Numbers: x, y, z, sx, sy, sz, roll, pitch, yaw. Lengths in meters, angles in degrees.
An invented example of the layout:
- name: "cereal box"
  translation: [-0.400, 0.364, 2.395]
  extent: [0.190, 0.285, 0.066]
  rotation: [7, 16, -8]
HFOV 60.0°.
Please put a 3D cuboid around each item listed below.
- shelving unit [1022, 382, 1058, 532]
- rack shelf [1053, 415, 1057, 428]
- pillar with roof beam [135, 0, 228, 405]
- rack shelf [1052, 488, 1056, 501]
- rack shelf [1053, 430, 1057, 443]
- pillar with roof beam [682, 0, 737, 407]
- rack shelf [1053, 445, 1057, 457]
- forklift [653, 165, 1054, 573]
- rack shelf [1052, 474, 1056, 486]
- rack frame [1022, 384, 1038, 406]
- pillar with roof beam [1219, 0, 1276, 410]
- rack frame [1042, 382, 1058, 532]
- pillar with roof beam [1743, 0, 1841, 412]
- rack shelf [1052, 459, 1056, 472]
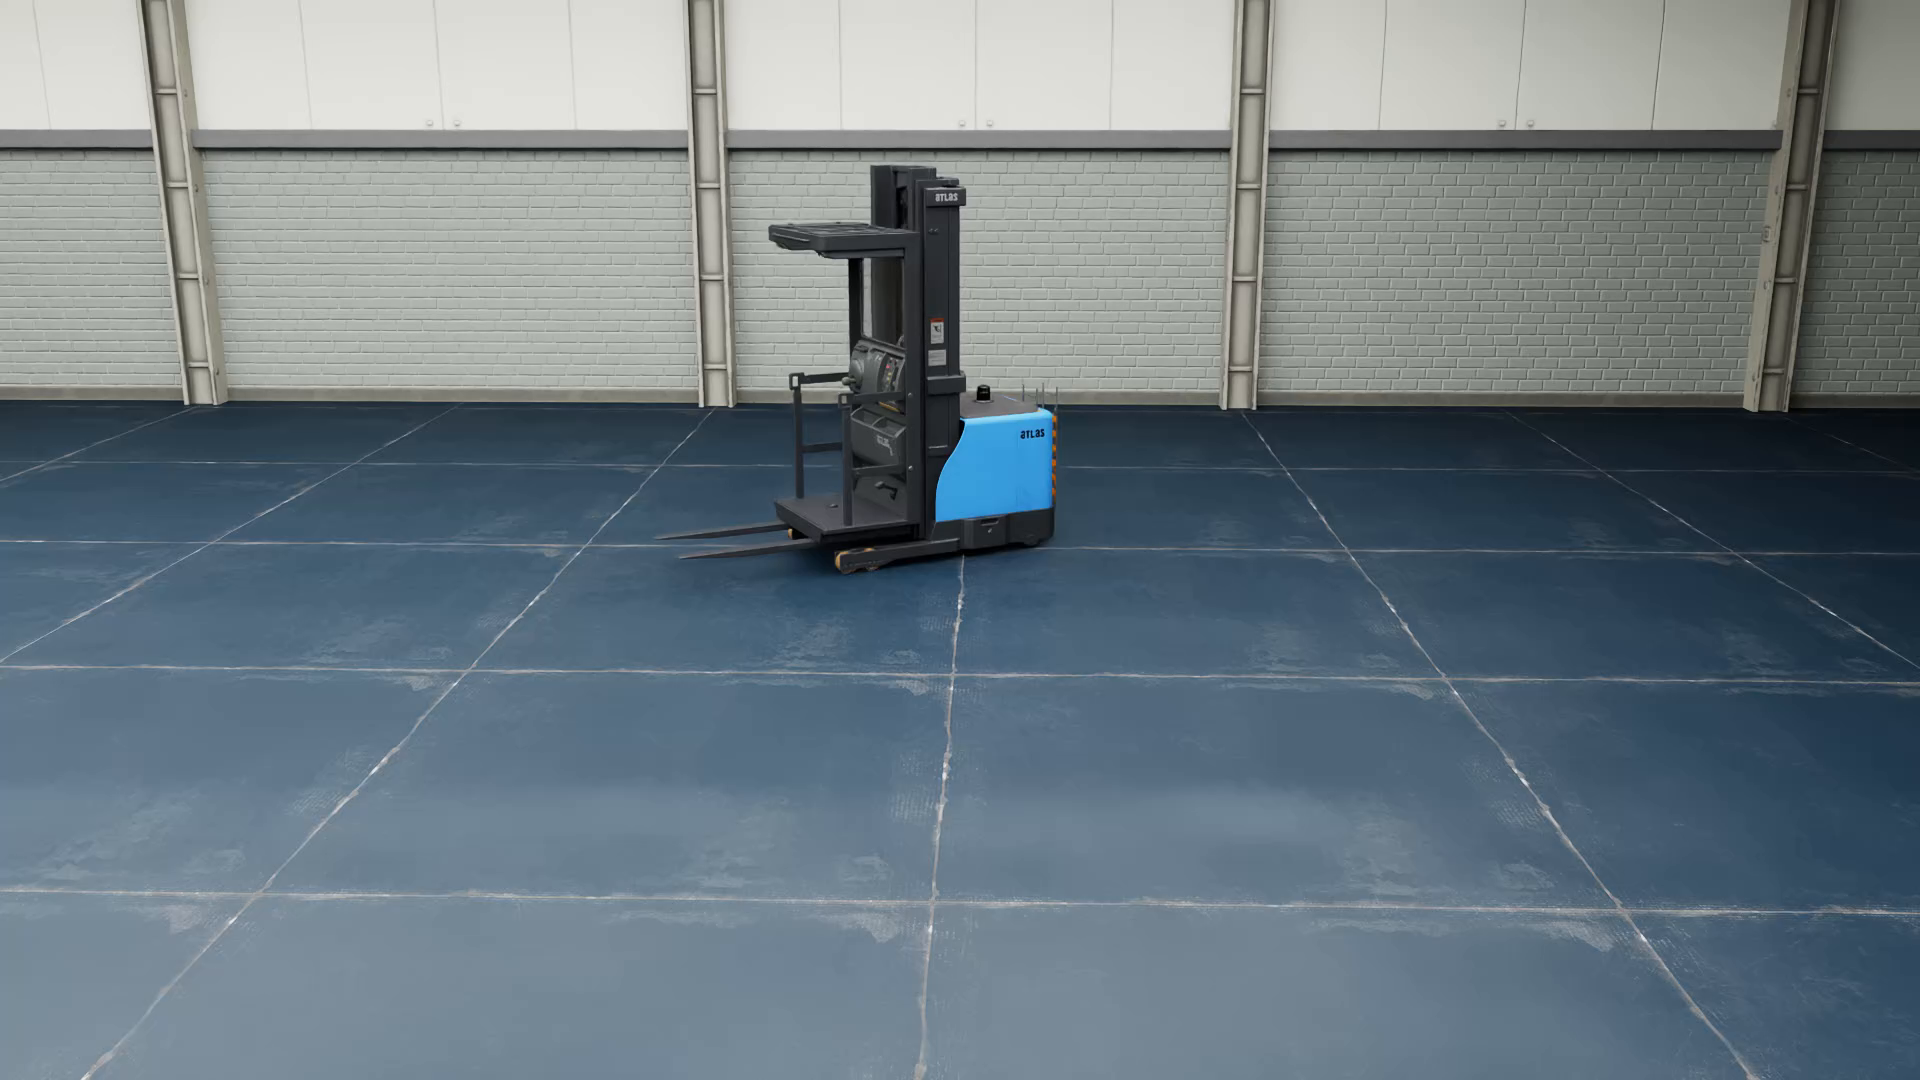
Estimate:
- name: "shelving unit"
  translation: [0.642, -0.662, 13.498]
  extent: [0.189, 1.200, 0.258]
  rotation: [-7, 16, -26]
- name: "rack shelf"
  translation: [0.642, -0.967, 13.417]
  extent: [0.180, 0.103, 0.258]
  rotation: [-7, 16, -26]
- name: "pillar with roof beam"
  translation: [-8.912, -4.862, 14.127]
  extent: [0.400, 9.000, 9.100]
  rotation: [0, 15, 1]
- name: "rack shelf"
  translation: [0.642, -0.387, 13.570]
  extent: [0.180, 0.103, 0.258]
  rotation: [-7, 16, -26]
- name: "rack shelf"
  translation: [0.642, -0.851, 13.448]
  extent: [0.180, 0.103, 0.258]
  rotation: [-7, 16, -26]
- name: "pillar with roof beam"
  translation: [-2.914, -4.823, 13.979]
  extent: [0.400, 9.000, 9.100]
  rotation: [0, 15, 1]
- name: "rack shelf"
  translation: [0.642, -0.735, 13.478]
  extent: [0.180, 0.103, 0.258]
  rotation: [-7, 16, -26]
- name: "forklift"
  translation: [-0.814, -1.321, 12.601]
  extent: [3.031, 2.935, 1.130]
  rotation: [-7, 16, -26]
- name: "rack shelf"
  translation: [0.642, -0.503, 13.540]
  extent: [0.180, 0.103, 0.258]
  rotation: [-7, 16, -26]
- name: "rack frame"
  translation: [0.560, -0.652, 13.458]
  extent: [0.006, 1.200, 0.240]
  rotation: [-7, 16, -26]
- name: "pillar with roof beam"
  translation: [3.084, -4.783, 13.831]
  extent: [0.400, 9.000, 9.100]
  rotation: [0, 15, 1]
- name: "rack frame"
  translation: [0.724, -0.673, 13.537]
  extent: [0.006, 1.200, 0.240]
  rotation: [-7, 16, -26]
- name: "pillar with roof beam"
  translation: [9.082, -4.744, 13.683]
  extent: [0.400, 9.000, 9.100]
  rotation: [0, 15, 1]
- name: "rack shelf"
  translation: [0.642, -0.619, 13.509]
  extent: [0.180, 0.103, 0.258]
  rotation: [-7, 16, -26]
